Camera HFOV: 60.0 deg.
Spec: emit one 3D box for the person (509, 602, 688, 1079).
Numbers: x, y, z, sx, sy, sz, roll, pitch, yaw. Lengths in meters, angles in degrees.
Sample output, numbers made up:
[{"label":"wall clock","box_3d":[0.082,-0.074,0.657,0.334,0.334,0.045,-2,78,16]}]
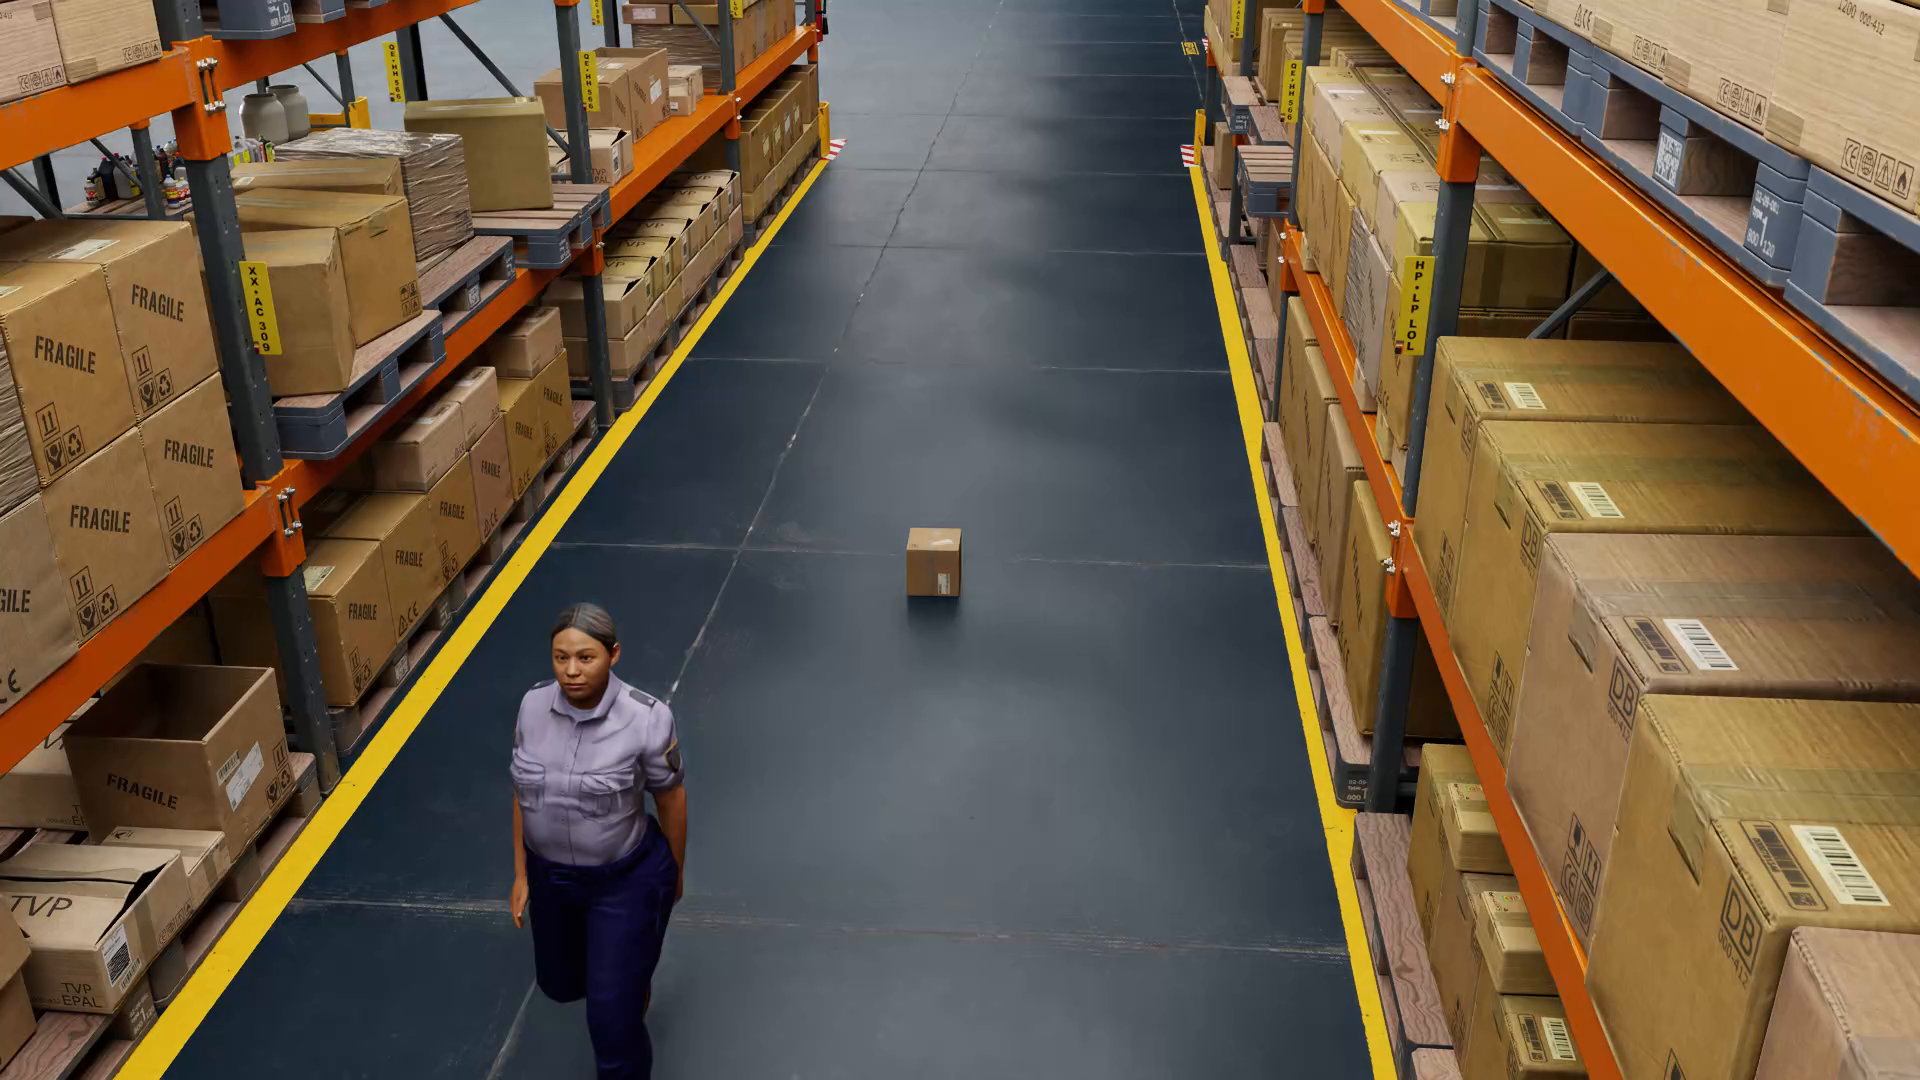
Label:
[{"label":"person","box_3d":[-0.989,0.909,4.621,0.465,1.608,0.820,8,26,16]}]
